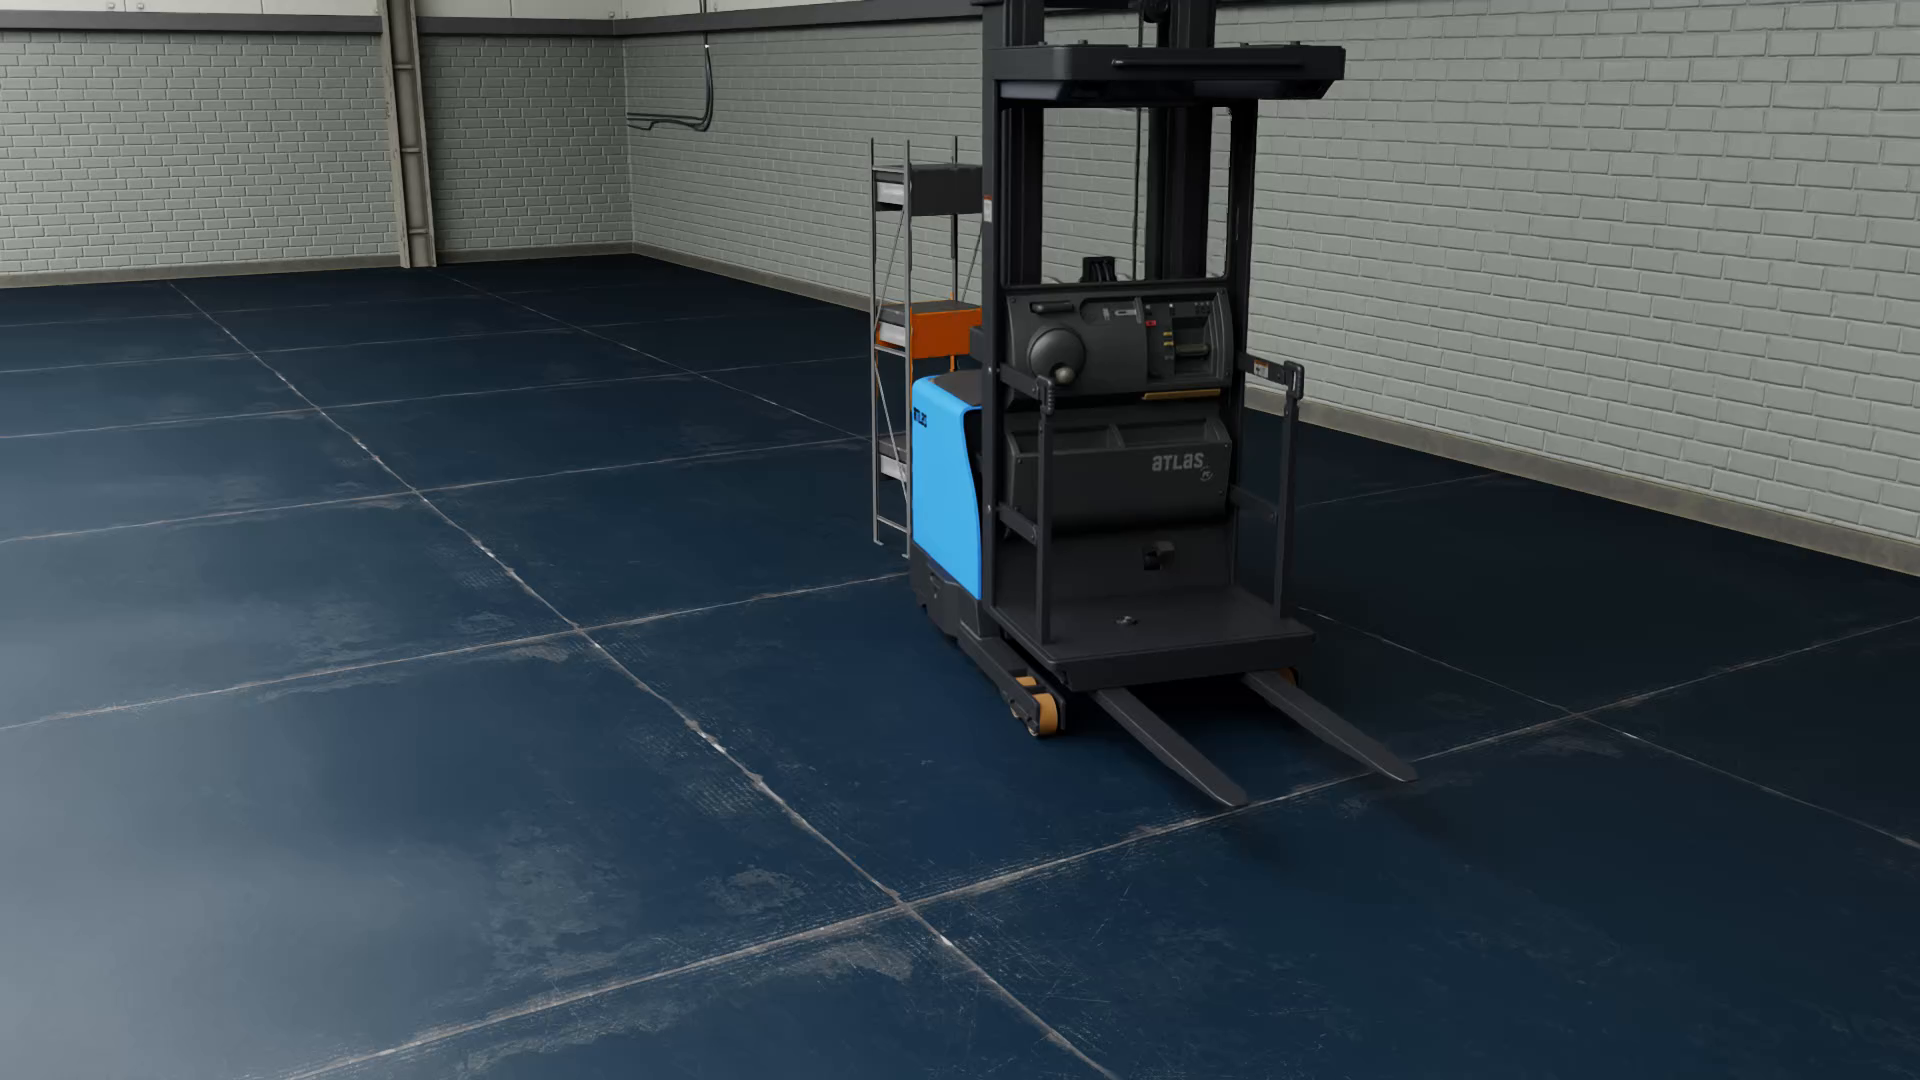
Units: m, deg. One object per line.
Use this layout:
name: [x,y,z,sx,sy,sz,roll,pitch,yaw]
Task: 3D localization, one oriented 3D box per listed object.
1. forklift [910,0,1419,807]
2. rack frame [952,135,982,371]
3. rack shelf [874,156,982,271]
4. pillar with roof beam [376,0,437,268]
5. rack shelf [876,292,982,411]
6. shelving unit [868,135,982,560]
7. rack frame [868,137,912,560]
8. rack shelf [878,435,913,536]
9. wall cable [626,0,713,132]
forklift: [0.698,-0.790,6.298,1.130,2.935,3.031,-5,16,-17]
rack frame: [0.067,-1.022,8.665,0.015,2.100,0.400,-9,18,-30]
rack shelf: [-0.142,-1.649,8.359,0.480,0.518,0.431,-9,18,-30]
pillar with roof beam: [-4.813,-6.894,16.831,0.400,9.000,9.100,-9,18,-30]
rack shelf: [-0.142,-0.975,8.548,0.480,0.518,0.431,-9,18,-30]
shelving unit: [-0.142,-0.988,8.544,0.503,2.100,0.431,-9,18,-30]
rack frame: [-0.351,-0.954,8.423,0.015,2.100,0.400,-9,18,-30]
rack shelf: [-0.142,-0.301,8.737,0.480,0.518,0.431,-9,18,-30]
wall cable: [-3.824,-6.498,21.173,0.112,2.526,3.097,-9,18,-30]
